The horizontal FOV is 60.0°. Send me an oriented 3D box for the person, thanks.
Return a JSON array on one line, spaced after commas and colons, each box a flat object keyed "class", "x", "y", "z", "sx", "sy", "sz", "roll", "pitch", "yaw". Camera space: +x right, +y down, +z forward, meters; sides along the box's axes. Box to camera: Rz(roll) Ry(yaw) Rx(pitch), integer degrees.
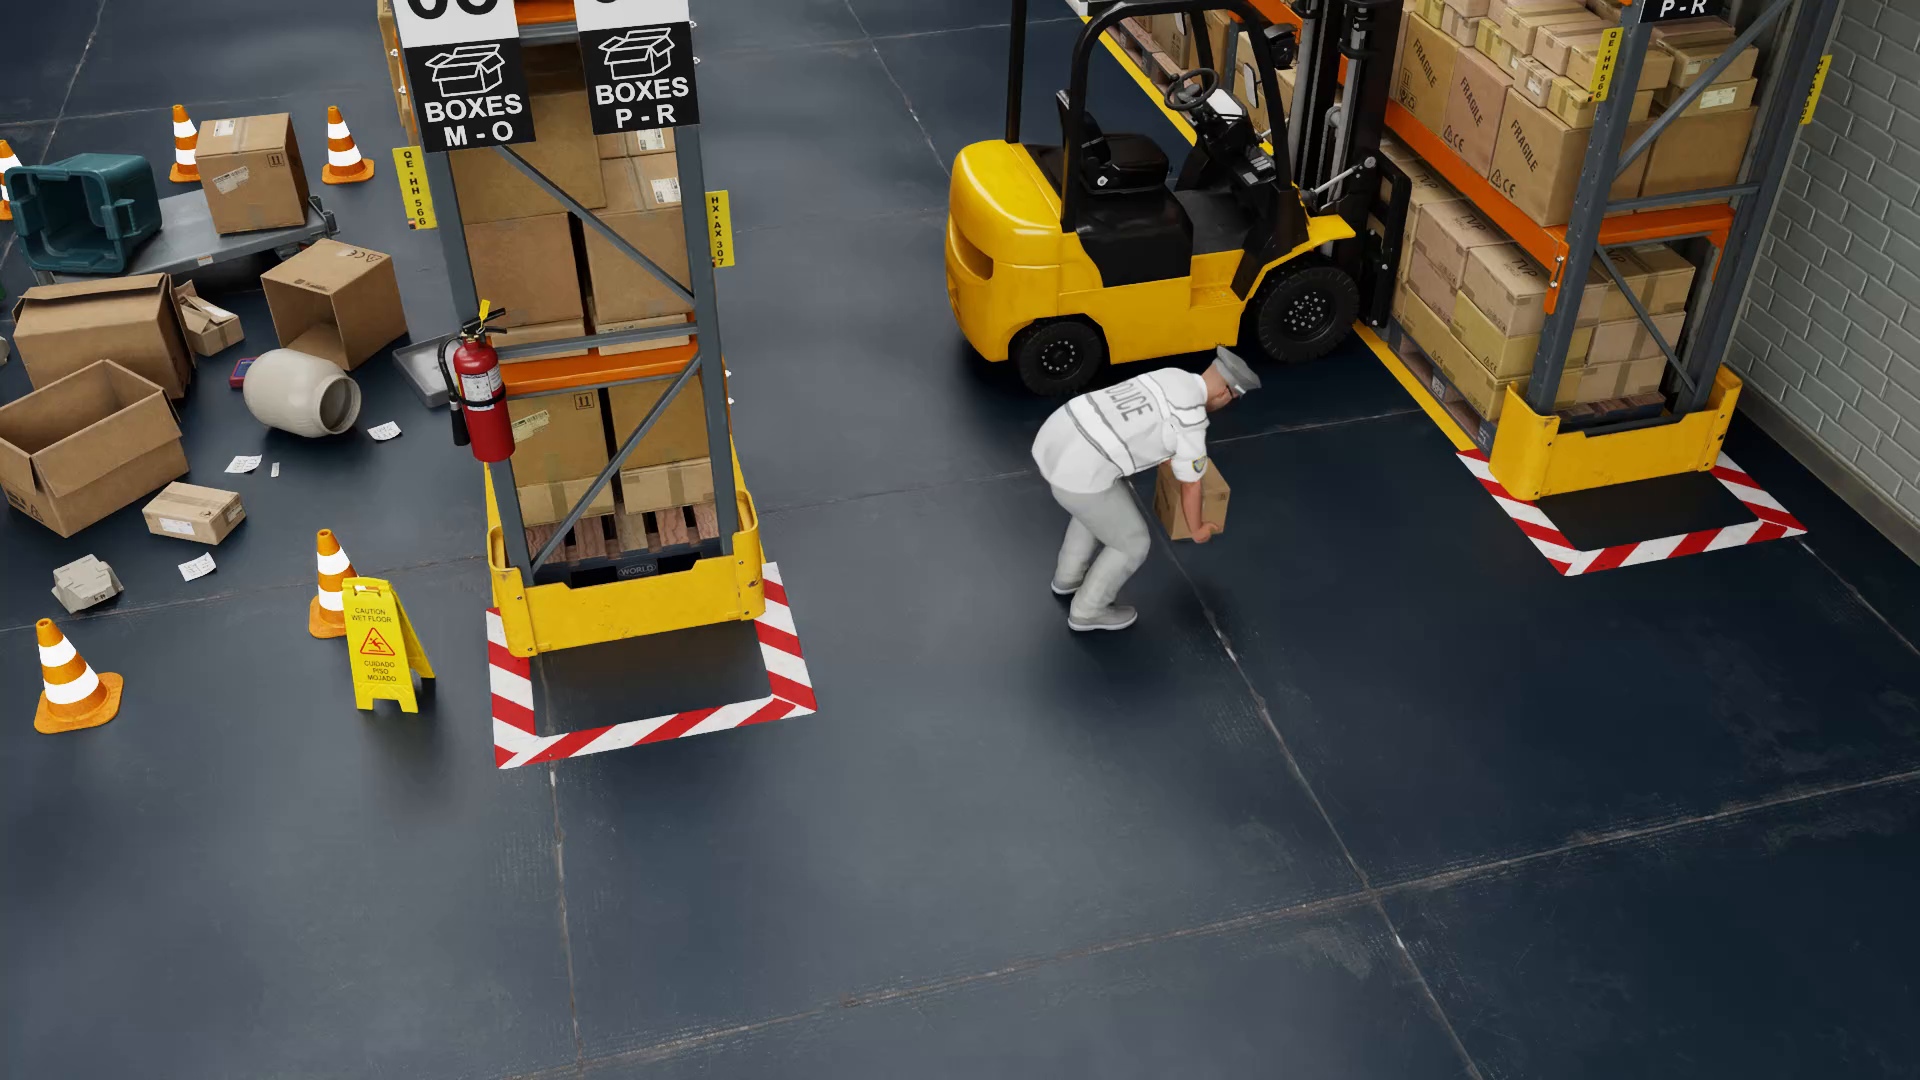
[{"class": "person", "x": 0.822, "y": -0.235, "z": 7.414, "sx": 1.013, "sy": 1.260, "sz": 0.506, "roll": -11, "pitch": 39, "yaw": -14}]
